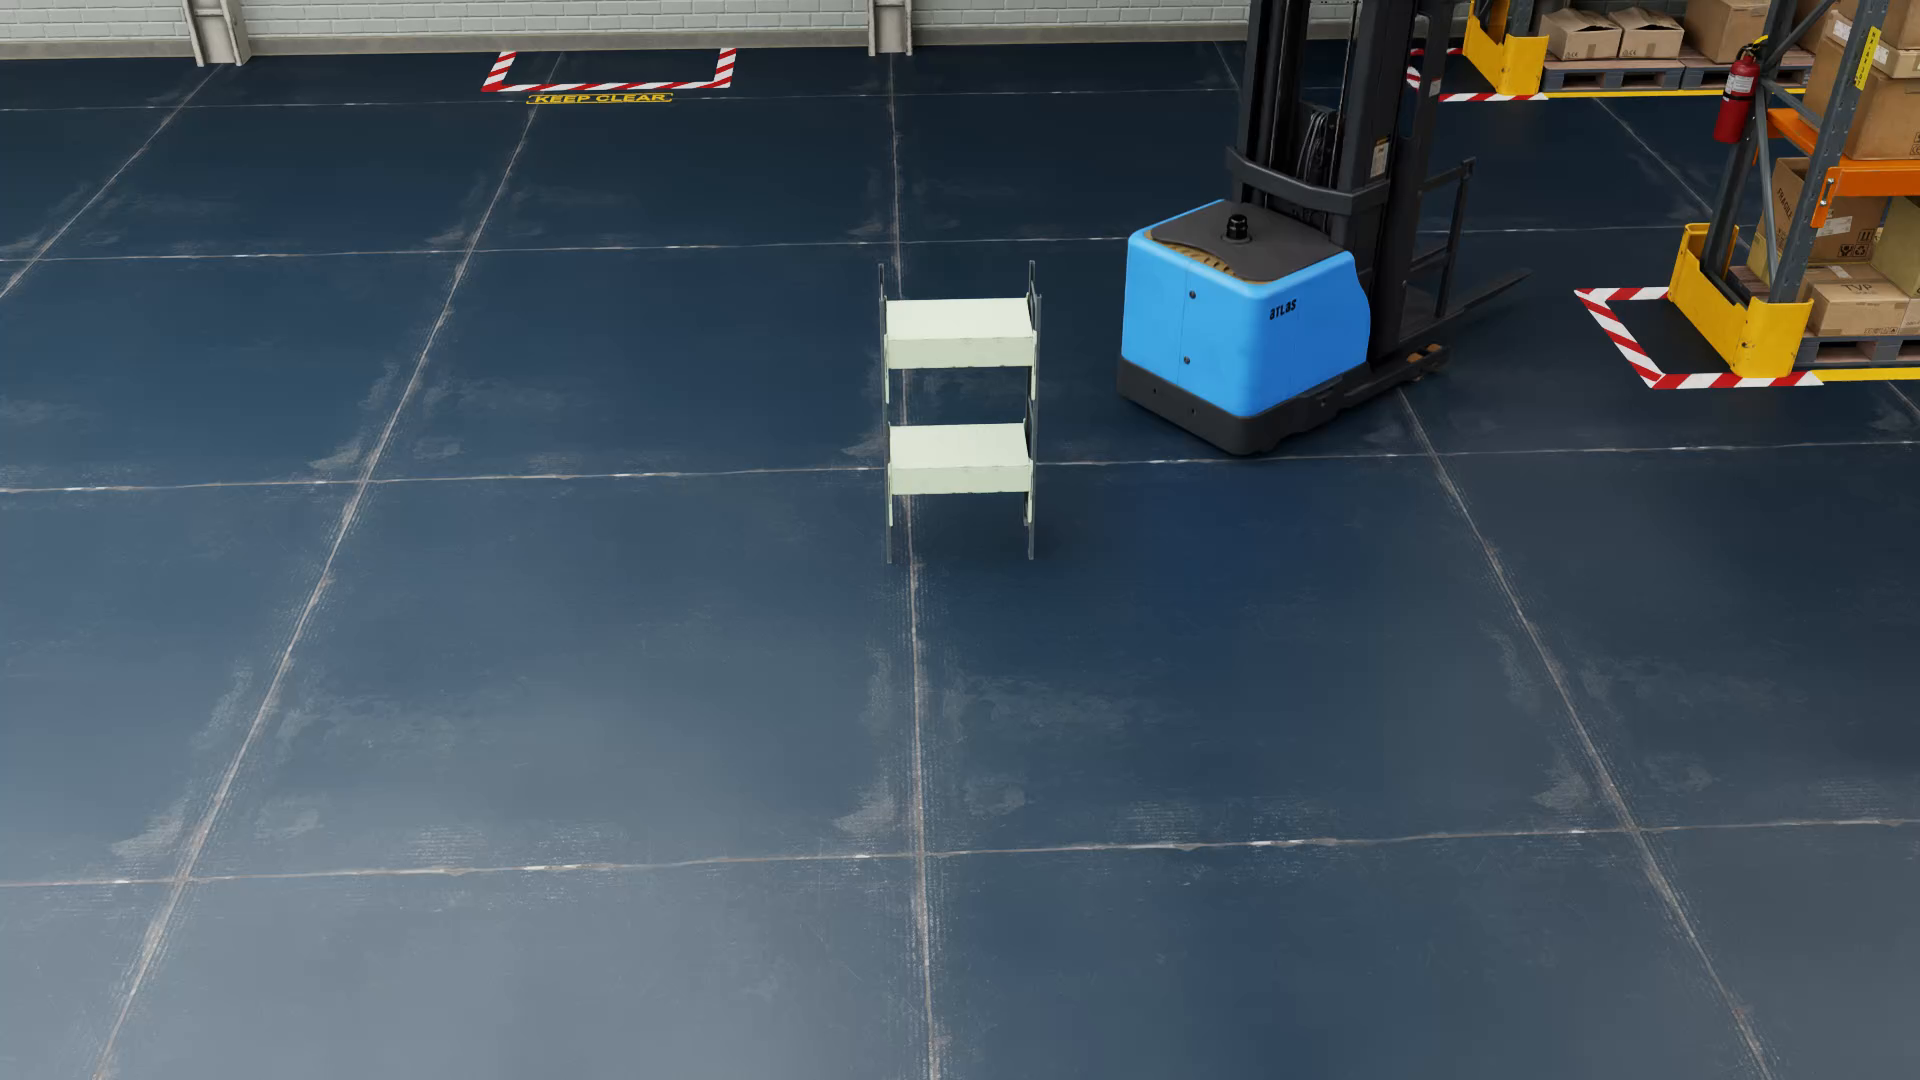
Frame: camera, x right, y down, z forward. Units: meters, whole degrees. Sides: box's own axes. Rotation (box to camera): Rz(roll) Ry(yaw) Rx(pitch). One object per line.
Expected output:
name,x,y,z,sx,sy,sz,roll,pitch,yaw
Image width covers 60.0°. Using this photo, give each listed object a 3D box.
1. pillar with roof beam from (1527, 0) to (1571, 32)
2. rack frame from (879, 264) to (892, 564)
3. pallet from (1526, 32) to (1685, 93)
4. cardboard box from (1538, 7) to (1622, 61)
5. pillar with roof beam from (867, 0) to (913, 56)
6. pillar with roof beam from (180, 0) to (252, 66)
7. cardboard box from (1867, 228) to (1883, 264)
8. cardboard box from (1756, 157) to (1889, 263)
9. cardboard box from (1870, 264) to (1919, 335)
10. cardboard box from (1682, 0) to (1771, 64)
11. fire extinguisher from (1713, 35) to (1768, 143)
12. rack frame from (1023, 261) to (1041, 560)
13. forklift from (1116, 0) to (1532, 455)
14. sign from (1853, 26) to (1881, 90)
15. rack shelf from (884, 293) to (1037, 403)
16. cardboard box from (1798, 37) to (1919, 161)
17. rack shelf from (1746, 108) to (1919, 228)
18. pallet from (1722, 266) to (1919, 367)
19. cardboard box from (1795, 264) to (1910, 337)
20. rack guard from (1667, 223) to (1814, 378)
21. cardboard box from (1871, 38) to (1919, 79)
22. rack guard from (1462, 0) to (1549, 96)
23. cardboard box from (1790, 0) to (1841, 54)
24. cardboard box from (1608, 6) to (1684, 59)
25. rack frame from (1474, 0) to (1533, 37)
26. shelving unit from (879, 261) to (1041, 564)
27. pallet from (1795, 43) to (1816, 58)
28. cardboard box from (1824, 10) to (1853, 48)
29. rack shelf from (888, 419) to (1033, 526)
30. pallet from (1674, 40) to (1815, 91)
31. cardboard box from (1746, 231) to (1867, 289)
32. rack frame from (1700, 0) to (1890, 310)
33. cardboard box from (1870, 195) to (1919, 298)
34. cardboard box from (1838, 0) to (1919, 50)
pillar with roof beam,5.561,-5.905,9.375,0.400,9.000,9.100,-2,35,-2
rack frame,-0.372,-0.607,8.309,0.023,1.500,0.400,-2,35,-2
pallet,5.588,-4.232,14.680,1.213,0.211,1.003,-2,35,-2
cardboard box,5.394,-4.418,14.474,0.500,0.311,0.500,-5,35,-8
pillar with roof beam,-0.432,-5.744,9.142,0.400,9.000,9.100,-2,35,-2
pillar with roof beam,-6.426,-5.582,8.908,0.400,9.000,9.100,-2,35,-2
cardboard box,5.958,-1.804,10.768,0.500,0.250,0.500,-2,35,-2
cardboard box,5.459,-2.093,10.527,0.500,0.500,0.500,-2,35,-2
cardboard box,5.983,-1.505,10.336,0.500,0.250,0.500,-2,35,-2
cardboard box,6.699,-4.502,14.430,0.500,0.500,0.700,-4,35,-5
fire extinguisher,4.797,-2.788,10.211,0.183,0.674,0.296,-2,35,-2
rack frame,0.359,-0.626,8.337,0.023,1.500,0.400,-2,35,-2
forklift,2.386,-2.380,9.614,3.031,2.935,1.130,-26,42,-32
sign,4.957,-2.632,9.087,0.005,0.325,0.100,-2,35,-2
rack shelf,-0.007,-0.937,8.101,0.720,0.370,0.431,-2,35,-2
cardboard box,5.404,-2.606,9.791,0.500,0.500,0.700,-2,35,-2
rack shelf,6.935,-2.317,10.095,4.000,0.370,1.077,-2,35,-2
pallet,5.699,-1.457,10.670,1.213,0.211,1.003,-2,35,-2
cardboard box,5.483,-1.489,10.313,0.500,0.250,0.500,-2,35,-2
rack guard,4.913,-1.531,10.523,0.348,0.500,1.175,-2,35,-2
cardboard box,5.339,-2.755,9.438,0.250,0.149,0.380,-2,35,-3
rack guard,4.775,-4.349,14.595,0.348,0.500,1.175,-2,35,-2
cardboard box,7.660,-4.585,14.550,0.500,0.500,0.500,-4,35,-6
cardboard box,5.964,-4.433,14.496,0.500,0.311,0.500,1,35,2
rack frame,4.699,-5.375,13.881,0.127,3.000,1.000,-2,35,-2
shelving unit,-0.007,-0.617,8.323,0.755,1.500,0.431,-2,35,-2
pallet,8.025,-4.298,14.775,1.213,0.211,1.003,-2,35,-2
cardboard box,5.310,-2.986,9.771,0.250,0.149,0.380,-2,35,-3
rack shelf,-0.007,-0.348,8.508,0.720,0.370,0.431,-2,35,-2
pallet,6.804,-4.263,14.725,1.213,0.211,1.003,-2,35,-2
cardboard box,5.459,-1.784,10.739,0.500,0.250,0.500,-2,35,-2
rack frame,4.937,-2.559,9.812,0.127,3.000,1.000,-2,35,-2
cardboard box,5.983,-1.812,10.121,0.500,0.500,0.500,-2,35,-2
cardboard box,5.457,-3.141,9.424,0.500,0.500,0.700,-1,35,-2
